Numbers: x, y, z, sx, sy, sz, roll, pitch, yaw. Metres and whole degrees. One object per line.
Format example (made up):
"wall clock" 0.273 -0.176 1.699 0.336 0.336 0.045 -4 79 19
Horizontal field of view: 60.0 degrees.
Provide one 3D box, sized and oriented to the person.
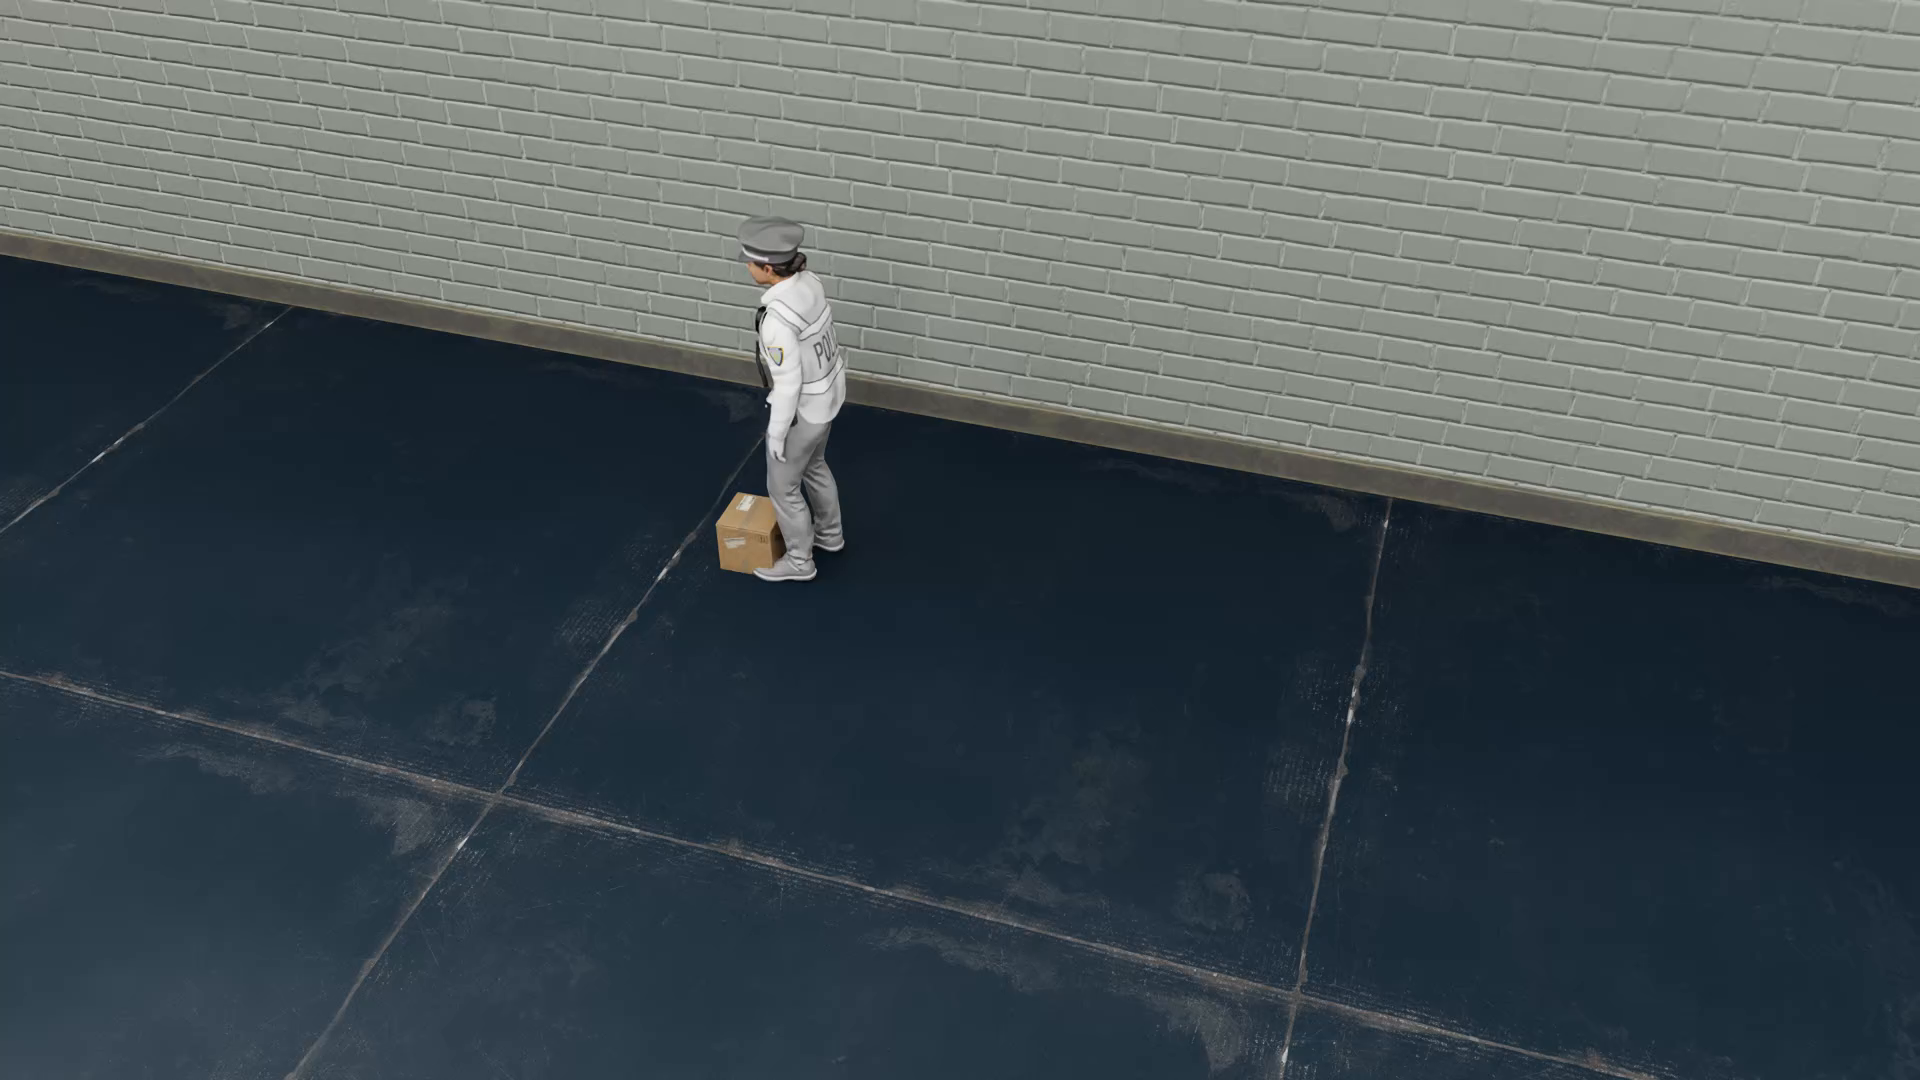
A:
"person" -0.689 -0.547 6.867 0.414 1.662 0.527 9 38 12
